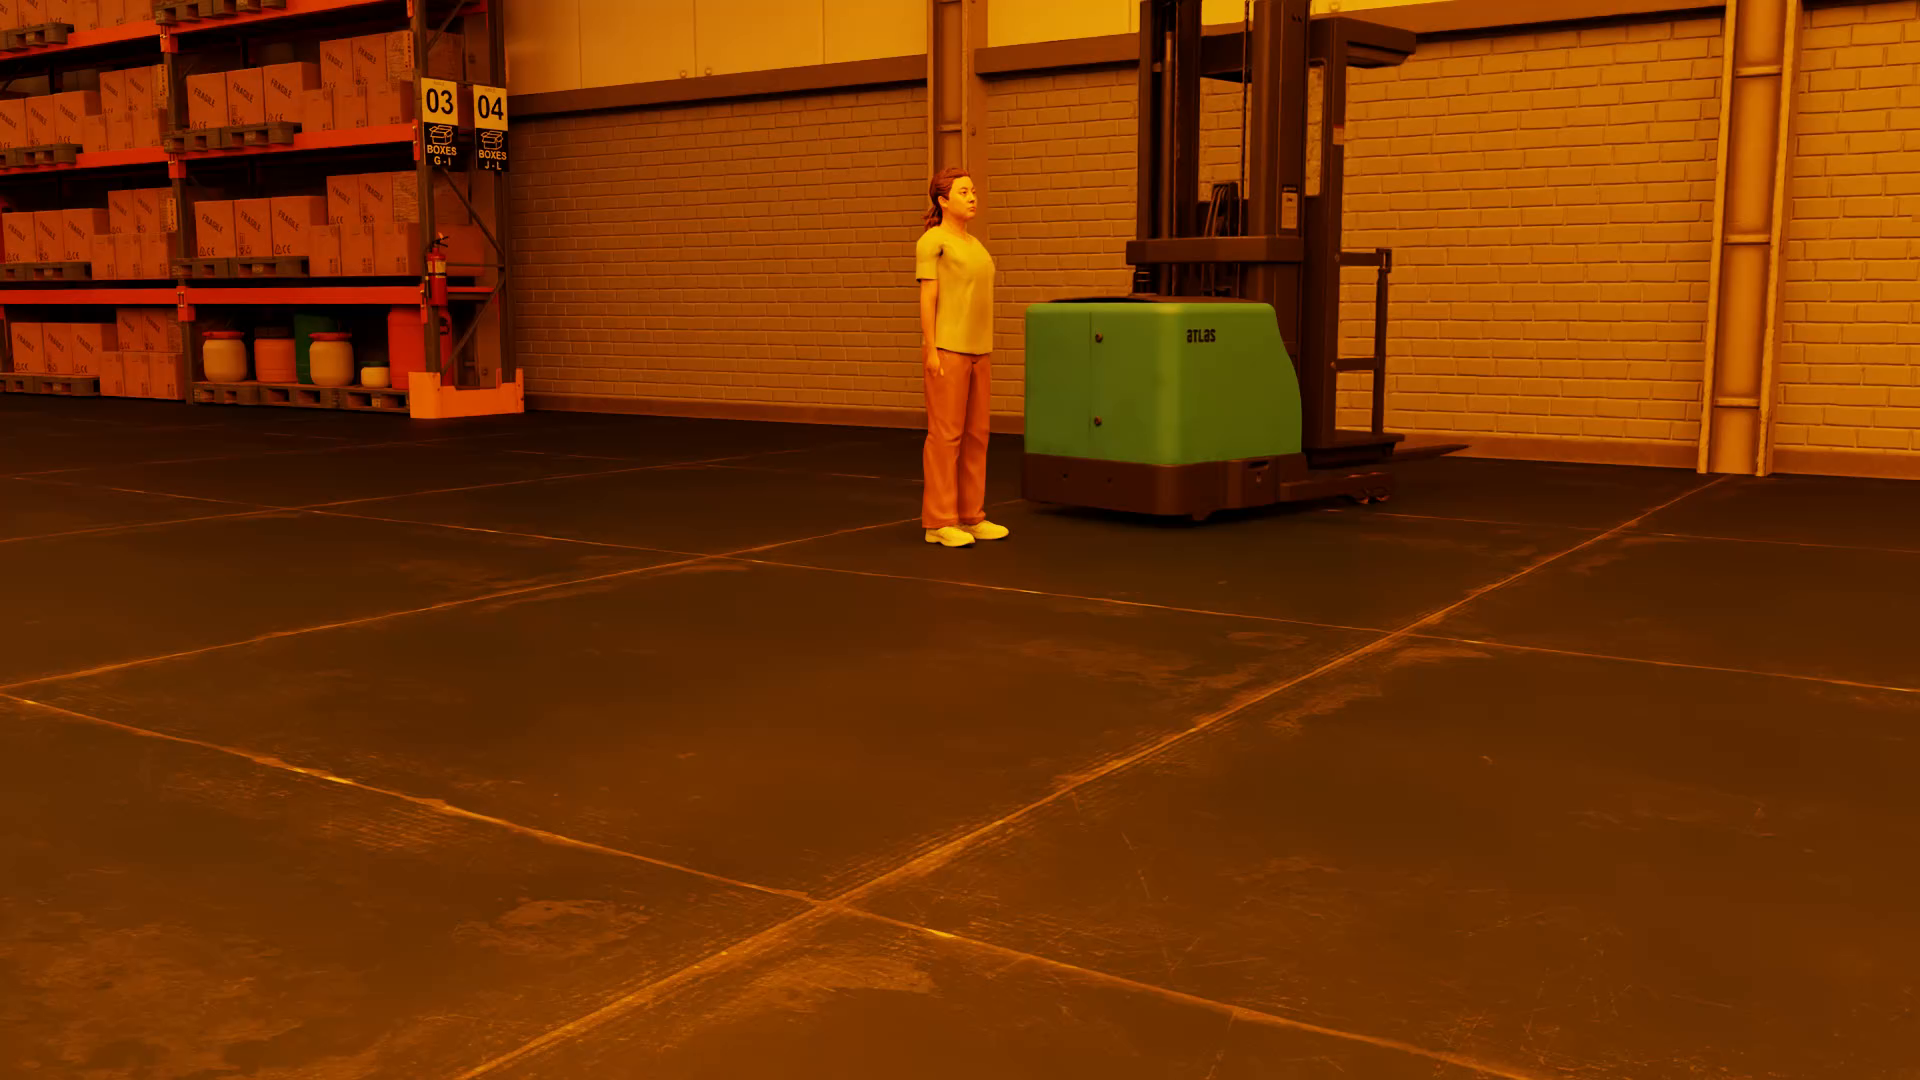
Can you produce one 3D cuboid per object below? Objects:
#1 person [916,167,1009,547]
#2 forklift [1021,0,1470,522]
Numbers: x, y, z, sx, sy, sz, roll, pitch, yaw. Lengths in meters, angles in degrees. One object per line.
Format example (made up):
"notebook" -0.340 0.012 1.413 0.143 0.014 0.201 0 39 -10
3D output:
"person" -0.002 -0.827 7.489 0.389 1.671 0.427 5 10 34
"forklift" 1.737 -1.687 9.059 3.031 2.935 1.130 -7 11 -42
